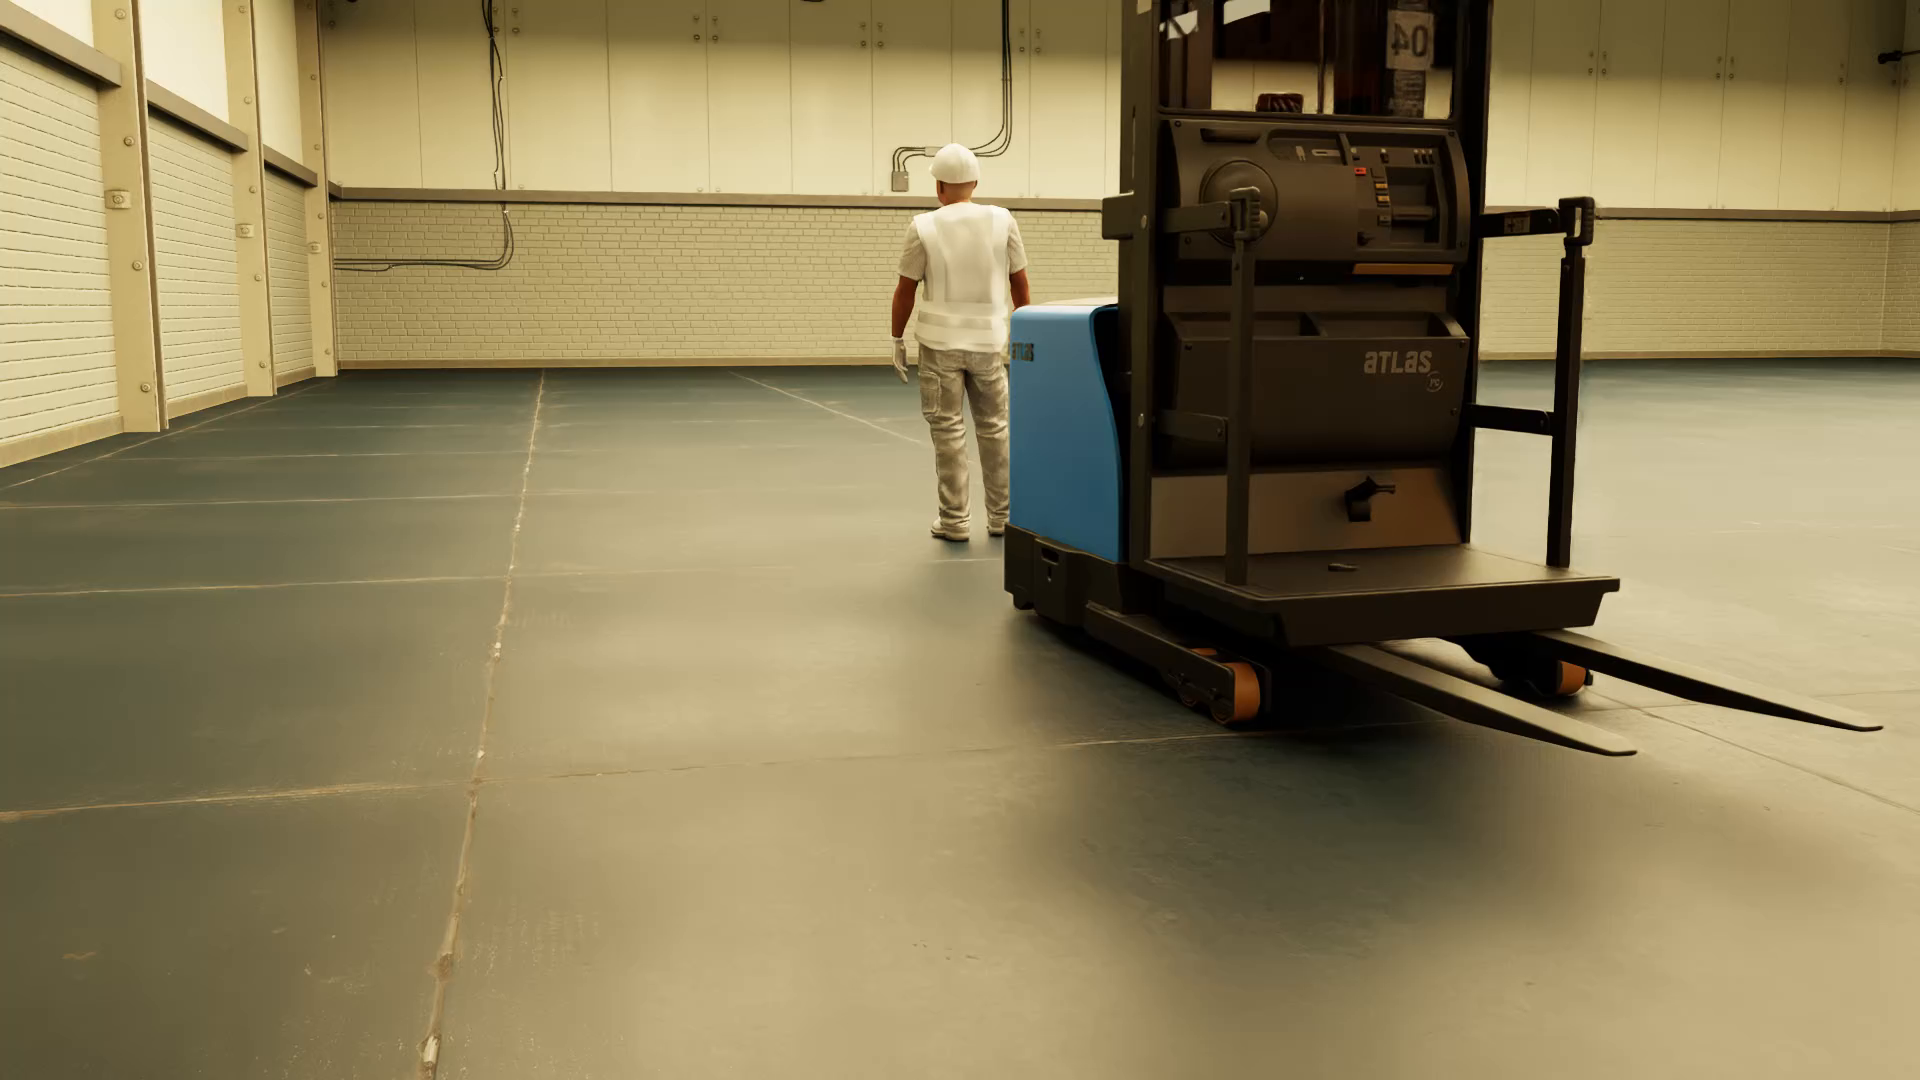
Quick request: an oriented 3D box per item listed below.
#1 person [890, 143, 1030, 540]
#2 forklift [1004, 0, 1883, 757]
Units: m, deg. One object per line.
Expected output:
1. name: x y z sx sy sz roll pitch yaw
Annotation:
1. person: -0.010 -0.900 7.654 0.656 1.784 0.575 -2 8 -13
2. forklift: 1.098 -1.036 4.537 1.130 2.935 3.031 -3 8 -18
